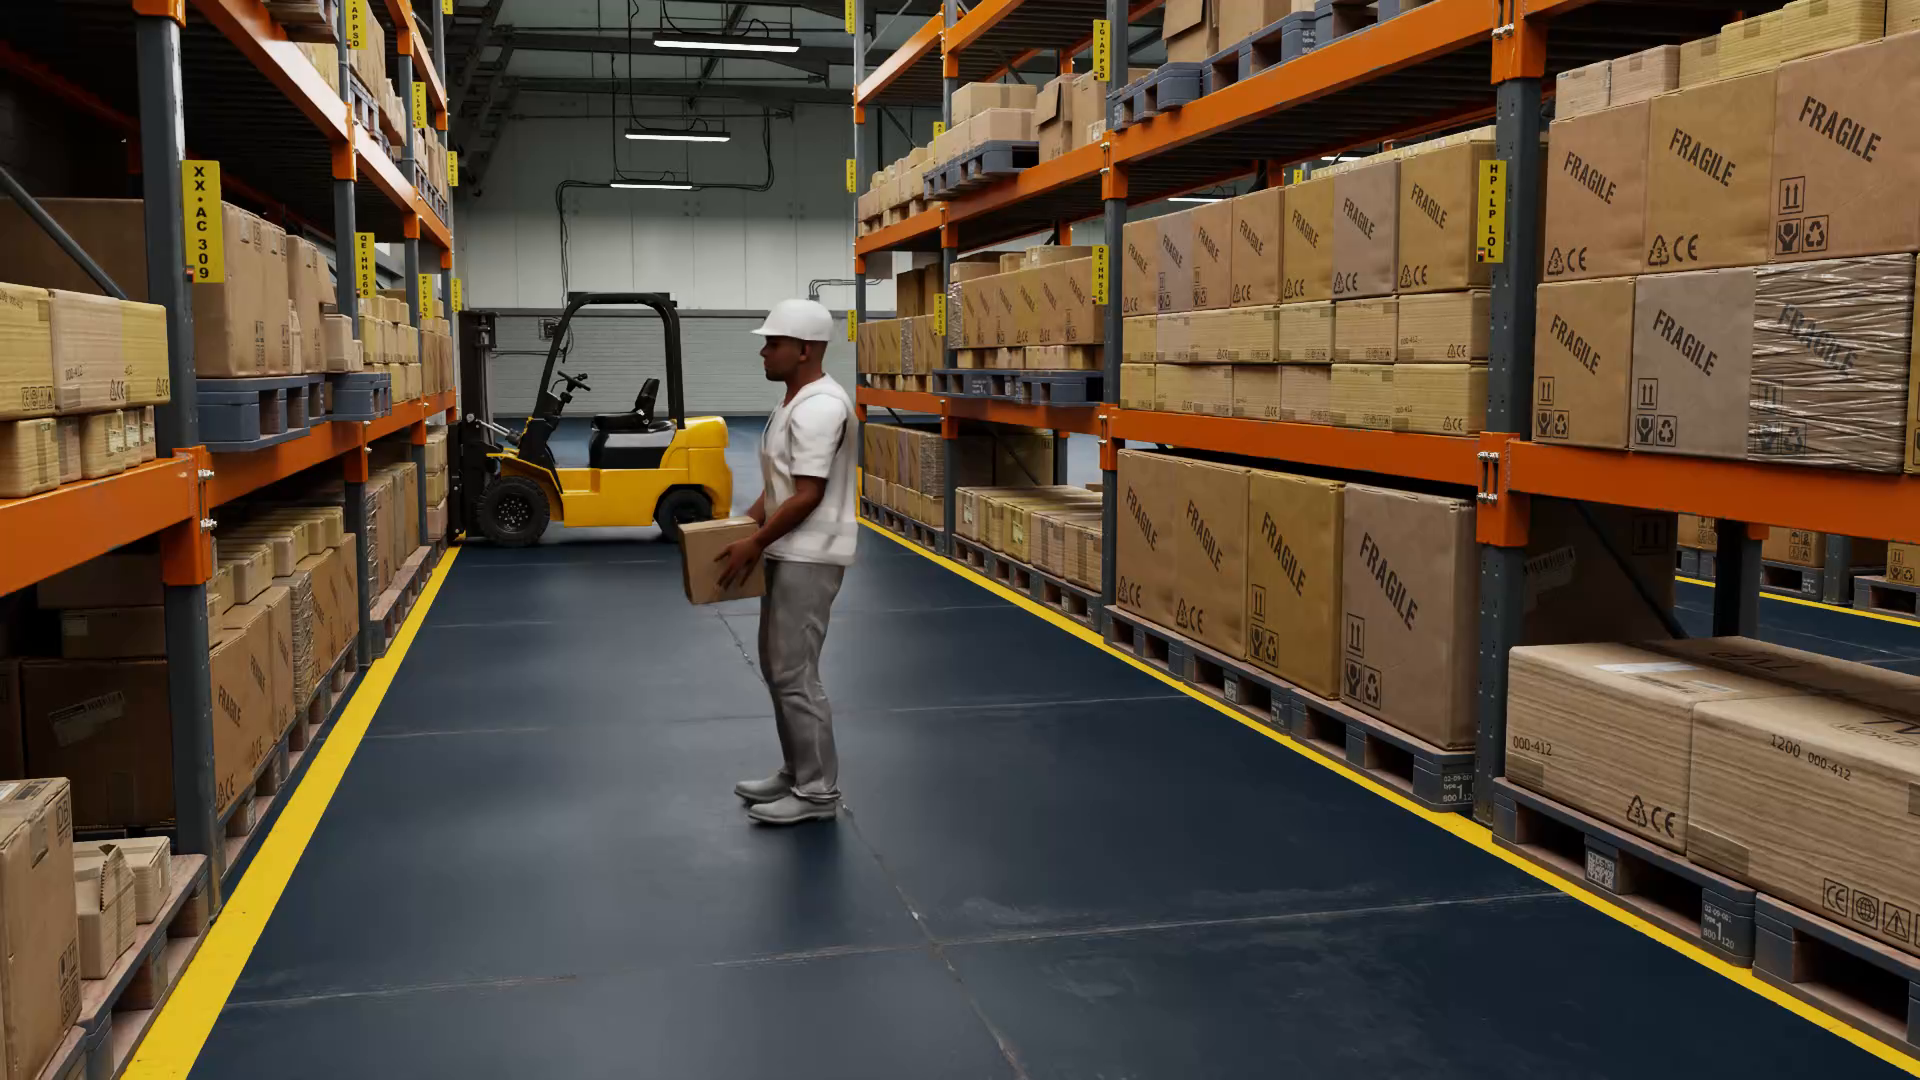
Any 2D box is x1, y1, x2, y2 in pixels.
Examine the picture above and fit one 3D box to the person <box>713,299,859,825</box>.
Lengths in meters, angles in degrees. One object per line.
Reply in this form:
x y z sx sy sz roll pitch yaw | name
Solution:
-0.606 0.069 5.694 0.509 1.768 0.562 -2 6 -14 | person
